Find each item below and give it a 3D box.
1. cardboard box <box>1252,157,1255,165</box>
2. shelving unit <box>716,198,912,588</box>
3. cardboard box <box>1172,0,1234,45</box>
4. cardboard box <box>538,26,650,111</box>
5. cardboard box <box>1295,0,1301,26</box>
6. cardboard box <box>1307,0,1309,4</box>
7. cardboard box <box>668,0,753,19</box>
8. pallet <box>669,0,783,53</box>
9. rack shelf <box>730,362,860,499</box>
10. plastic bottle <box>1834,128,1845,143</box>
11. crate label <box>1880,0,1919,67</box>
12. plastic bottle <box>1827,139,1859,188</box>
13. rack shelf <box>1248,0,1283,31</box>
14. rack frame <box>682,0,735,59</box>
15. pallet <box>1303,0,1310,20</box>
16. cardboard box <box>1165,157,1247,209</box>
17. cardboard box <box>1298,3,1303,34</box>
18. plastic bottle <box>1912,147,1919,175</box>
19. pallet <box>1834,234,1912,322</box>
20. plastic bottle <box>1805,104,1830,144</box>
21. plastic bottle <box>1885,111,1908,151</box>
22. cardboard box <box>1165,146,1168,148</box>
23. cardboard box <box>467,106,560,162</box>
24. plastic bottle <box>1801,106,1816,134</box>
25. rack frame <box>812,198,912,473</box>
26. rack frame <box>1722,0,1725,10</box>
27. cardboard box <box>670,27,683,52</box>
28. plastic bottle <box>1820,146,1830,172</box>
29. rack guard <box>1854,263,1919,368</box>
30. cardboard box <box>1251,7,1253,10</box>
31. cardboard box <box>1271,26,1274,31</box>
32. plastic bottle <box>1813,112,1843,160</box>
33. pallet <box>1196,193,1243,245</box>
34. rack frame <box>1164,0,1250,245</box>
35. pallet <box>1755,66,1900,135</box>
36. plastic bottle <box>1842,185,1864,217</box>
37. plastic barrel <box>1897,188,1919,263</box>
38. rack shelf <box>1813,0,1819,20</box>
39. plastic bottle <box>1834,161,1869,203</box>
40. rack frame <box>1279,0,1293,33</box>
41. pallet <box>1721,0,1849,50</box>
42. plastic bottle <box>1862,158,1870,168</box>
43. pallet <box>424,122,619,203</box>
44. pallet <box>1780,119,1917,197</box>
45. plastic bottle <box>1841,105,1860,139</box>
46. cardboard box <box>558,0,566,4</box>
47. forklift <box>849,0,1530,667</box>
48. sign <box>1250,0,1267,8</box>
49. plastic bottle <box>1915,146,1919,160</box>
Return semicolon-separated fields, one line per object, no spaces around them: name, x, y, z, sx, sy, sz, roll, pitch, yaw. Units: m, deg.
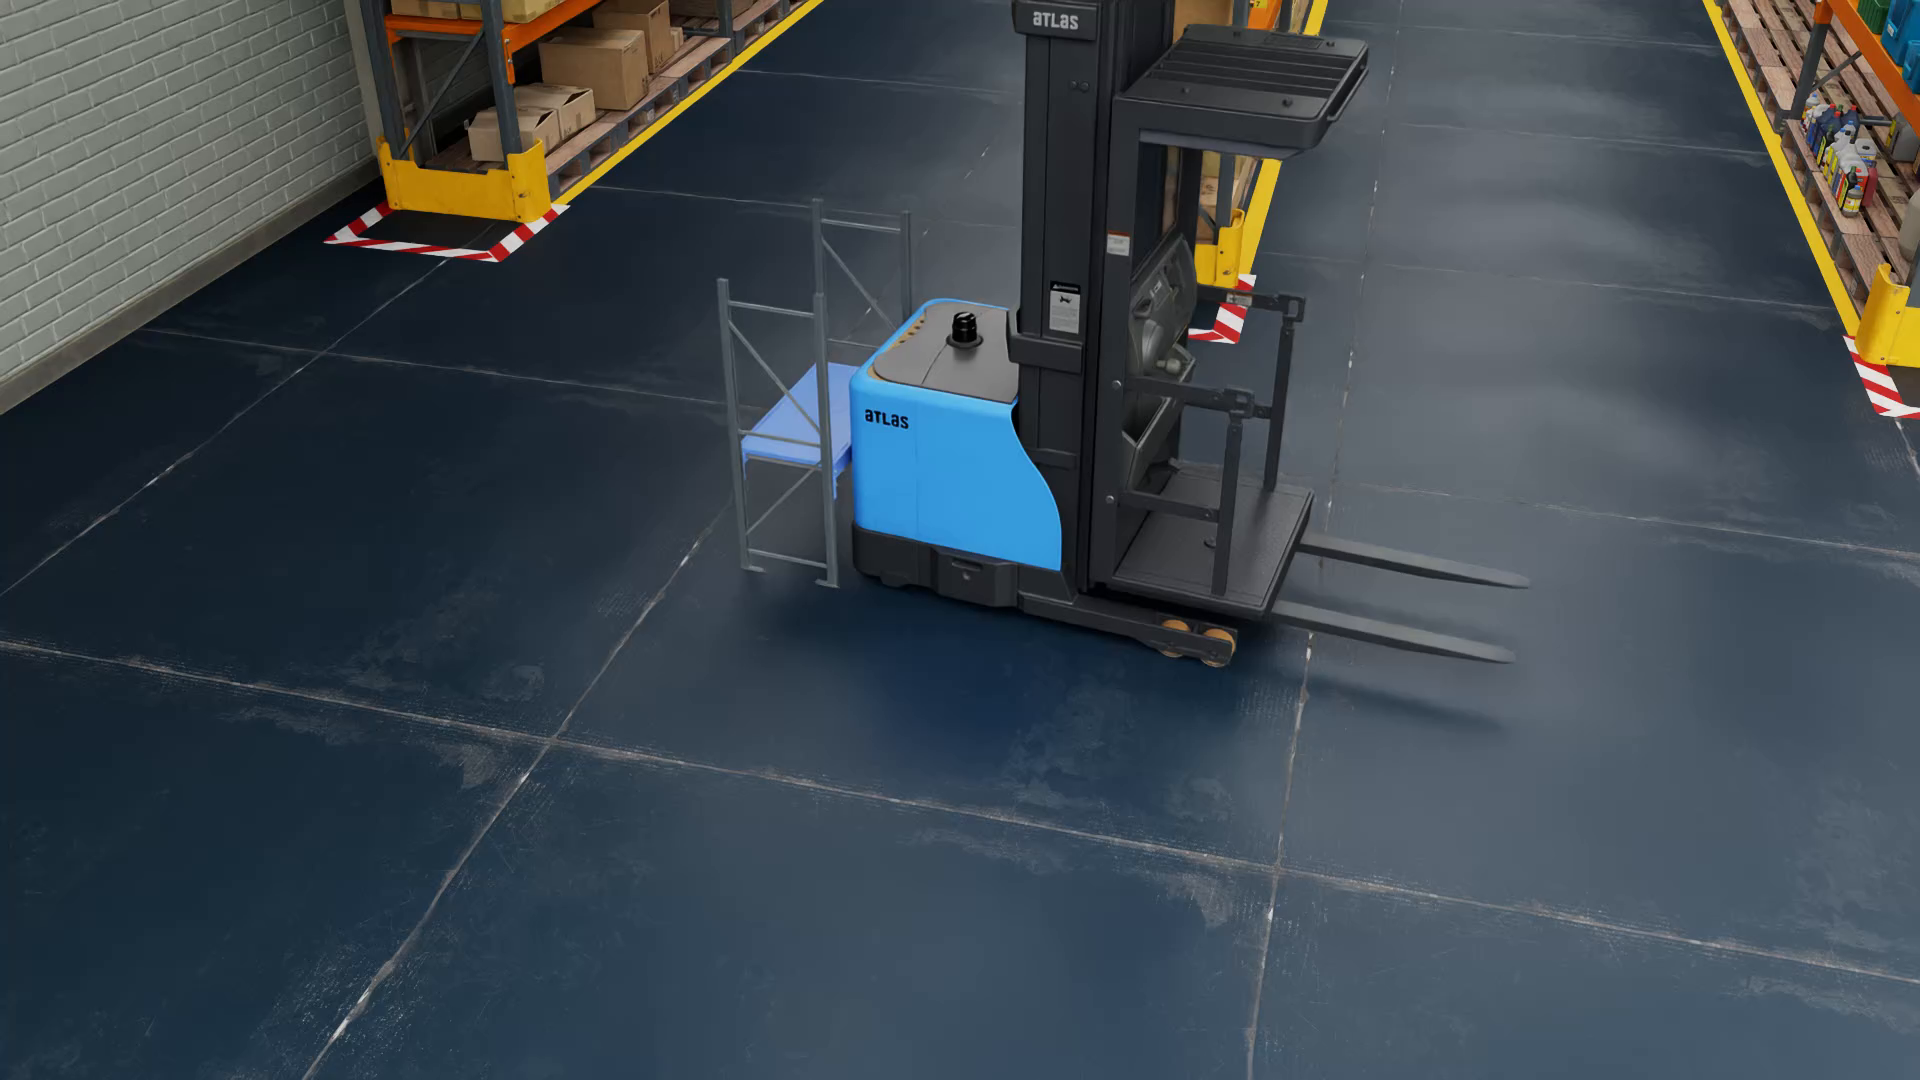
cardboard box;1.960;-3.005;12.353;0.500;0.250;0.500;8;33;12
shelving unit;-0.648;-0.714;7.976;0.538;1.500;1.048;11;34;16
cardboard box;1.357;-3.245;10.465;0.700;0.500;0.500;8;33;12
cardboard box;-2.924;-3.782;13.323;0.700;0.500;0.500;6;33;9
cardboard box;2.719;-4.731;14.545;0.500;0.311;0.500;8;33;12
cardboard box;3.101;-5.296;15.956;0.500;0.250;0.500;9;33;13
cardboard box;-2.380;-5.225;15.593;0.700;0.500;0.500;9;34;14
pallet;-2.355;-4.938;15.820;1.003;0.211;1.213;8;33;12
rack shelf;-0.648;-0.563;8.072;0.538;0.185;1.000;11;34;16
plastic bottle;6.376;-2.854;12.076;0.097;0.271;0.097;0;32;0
crate label;6.222;-3.293;10.600;0.502;0.435;0.616;8;33;12
plastic bottle;6.222;-2.652;11.684;0.144;0.351;0.185;9;34;14
rack shelf;1.734;-3.696;11.939;1.077;0.370;4.000;8;33;12
rack frame;-2.551;-5.710;14.436;1.000;3.000;0.127;8;33;12
pallet;3.010;-5.515;16.728;1.003;0.211;1.213;8;33;12
cardboard box;1.701;-2.487;11.537;0.500;0.250;0.500;8;33;12
cardboard box;2.843;-4.764;15.120;0.500;0.250;0.500;7;33;11
plastic bottle;6.911;-2.761;11.919;0.061;0.283;0.133;8;33;12
pallet;6.202;-1.576;10.532;1.003;0.211;1.213;8;33;12
plastic bottle;6.471;-3.120;12.491;0.152;0.276;0.135;9;34;14
plastic bottle;7.008;-3.075;12.351;0.144;0.351;0.185;8;33;12
cardboard box;1.314;-3.135;11.858;0.500;0.500;0.500;8;33;12
cardboard box;-3.304;-3.032;12.320;0.500;0.311;0.500;4;33;7
plastic bottle;6.501;-3.208;12.698;0.097;0.201;0.097;0;32;0
rack frame;-0.477;-0.971;8.380;0.500;1.500;0.032;11;34;16
rack frame;8.047;-6.437;15.580;1.000;3.000;0.127;8;33;12
cardboard box;-2.658;-4.419;14.635;0.380;0.166;0.250;4;33;6
plastic bottle;6.283;-2.762;11.997;0.097;0.201;0.097;0;32;0
rack guard;5.990;-1.277;9.792;1.175;0.500;0.348;8;33;12
cardboard box;1.747;-4.048;11.729;0.700;0.500;0.500;9;34;14
cardboard box;2.074;-3.583;12.562;0.500;0.500;0.500;8;33;12
plastic bottle;6.377;-2.969;12.183;0.144;0.351;0.185;7;33;10
pallet;1.380;-2.188;11.495;1.003;0.211;1.213;8;33;12
rack frame;1.226;-2.962;10.113;1.000;3.000;0.127;8;33;12
pallet;7.193;-3.597;13.712;1.003;0.211;1.213;8;33;12
plastic bottle;6.059;-2.303;11.275;0.097;0.201;0.097;0;32;0
plastic barrel;6.237;-2.025;10.567;0.421;0.512;0.421;0;32;0
rack shelf;7.539;-5.096;14.140;1.077;0.370;4.000;8;33;12
plastic bottle;6.149;-2.462;11.455;0.152;0.276;0.135;8;33;13
rack frame;2.241;-5.038;13.379;1.000;3.000;0.127;8;33;12
pallet;7.813;-4.864;15.704;1.003;0.211;1.213;8;33;12
plastic bottle;6.350;-2.595;11.734;0.097;0.201;0.097;0;32;0
pallet;-3.307;-2.914;12.637;1.003;0.211;1.213;8;33;12
pallet;6.821;-2.842;12.523;1.003;0.211;1.213;8;33;12
plastic bottle;6.565;-3.047;12.306;0.144;0.351;0.185;8;33;12
cardboard box;-3.017;-4.061;11.963;0.500;0.250;0.500;7;33;11
forklift;1.058;-0.999;7.089;3.031;2.935;1.130;12;34;18
sign;1.762;-3.282;9.736;0.100;0.325;0.005;8;33;12
plastic bottle;7.098;-2.956;12.163;0.144;0.351;0.185;6;33;10
